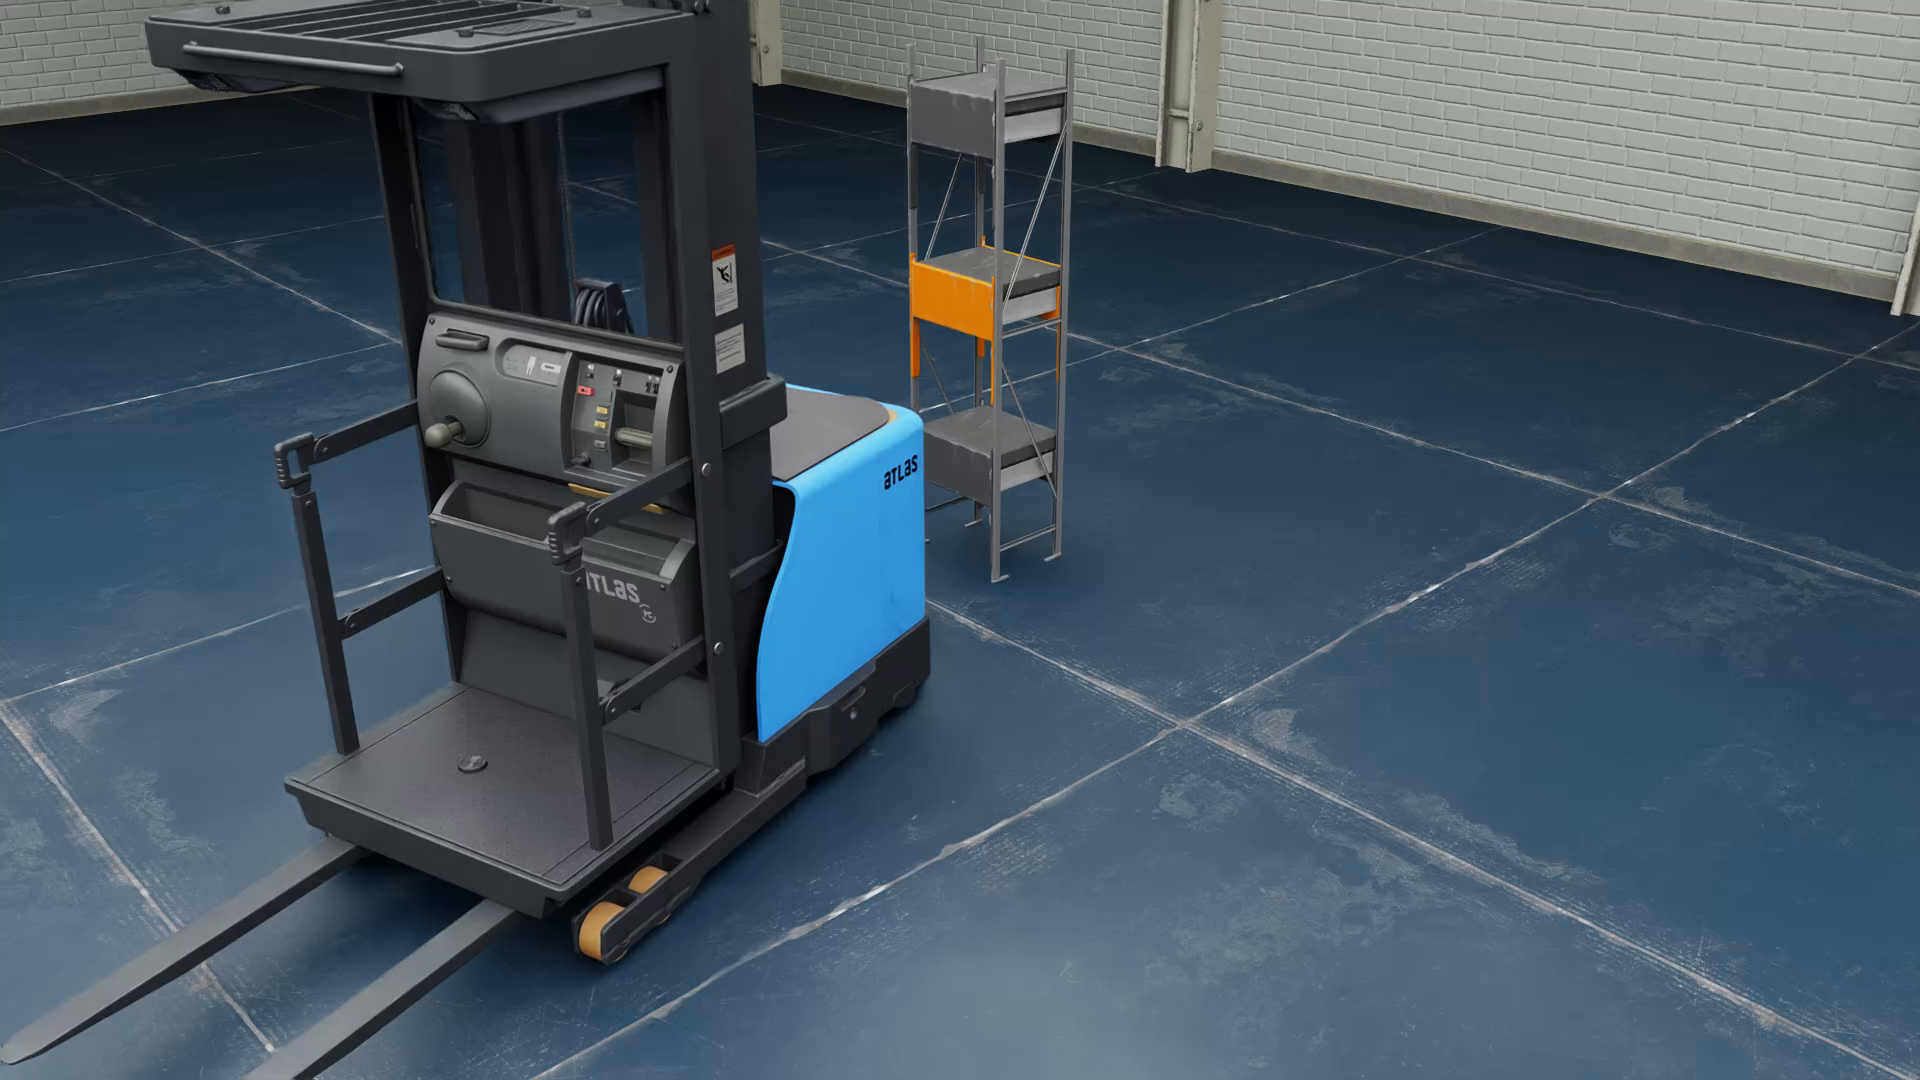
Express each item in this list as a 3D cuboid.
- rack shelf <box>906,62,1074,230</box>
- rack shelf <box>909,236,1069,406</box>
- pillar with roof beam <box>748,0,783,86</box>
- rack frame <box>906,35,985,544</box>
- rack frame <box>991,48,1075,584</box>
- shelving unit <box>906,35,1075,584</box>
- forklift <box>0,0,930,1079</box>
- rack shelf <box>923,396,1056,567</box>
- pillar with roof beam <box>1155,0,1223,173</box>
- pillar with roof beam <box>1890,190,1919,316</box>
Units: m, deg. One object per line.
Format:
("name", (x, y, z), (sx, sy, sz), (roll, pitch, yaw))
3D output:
("rack shelf", (0.113, -1.530, 6.419), (0.431, 0.518, 0.480), (-21, 32, -38))
("rack shelf", (0.113, -0.893, 6.710), (0.431, 0.518, 0.480), (-21, 32, -38))
("pillar with roof beam", (-5.321, -7.897, 13.719), (9.100, 9.000, 0.400), (-21, 32, -38))
("rack frame", (-0.054, -0.979, 6.866), (0.400, 2.100, 0.015), (-21, 32, -38))
("rack frame", (0.280, -0.831, 6.542), (0.400, 2.100, 0.015), (-21, 32, -38))
("shelving unit", (0.113, -0.905, 6.704), (0.431, 2.100, 0.503), (-21, 32, -38))
("forklift", (-1.277, -0.367, 4.523), (1.130, 2.935, 3.031), (13, 28, 27))
("rack shelf", (0.113, -0.256, 7.000), (0.431, 0.518, 0.480), (-21, 32, -38))
("pillar with roof beam", (-1.220, -6.080, 9.734), (9.100, 9.000, 0.400), (-21, 32, -38))
("pillar with roof beam", (2.881, -4.262, 5.750), (9.100, 9.000, 0.400), (-21, 32, -38))
